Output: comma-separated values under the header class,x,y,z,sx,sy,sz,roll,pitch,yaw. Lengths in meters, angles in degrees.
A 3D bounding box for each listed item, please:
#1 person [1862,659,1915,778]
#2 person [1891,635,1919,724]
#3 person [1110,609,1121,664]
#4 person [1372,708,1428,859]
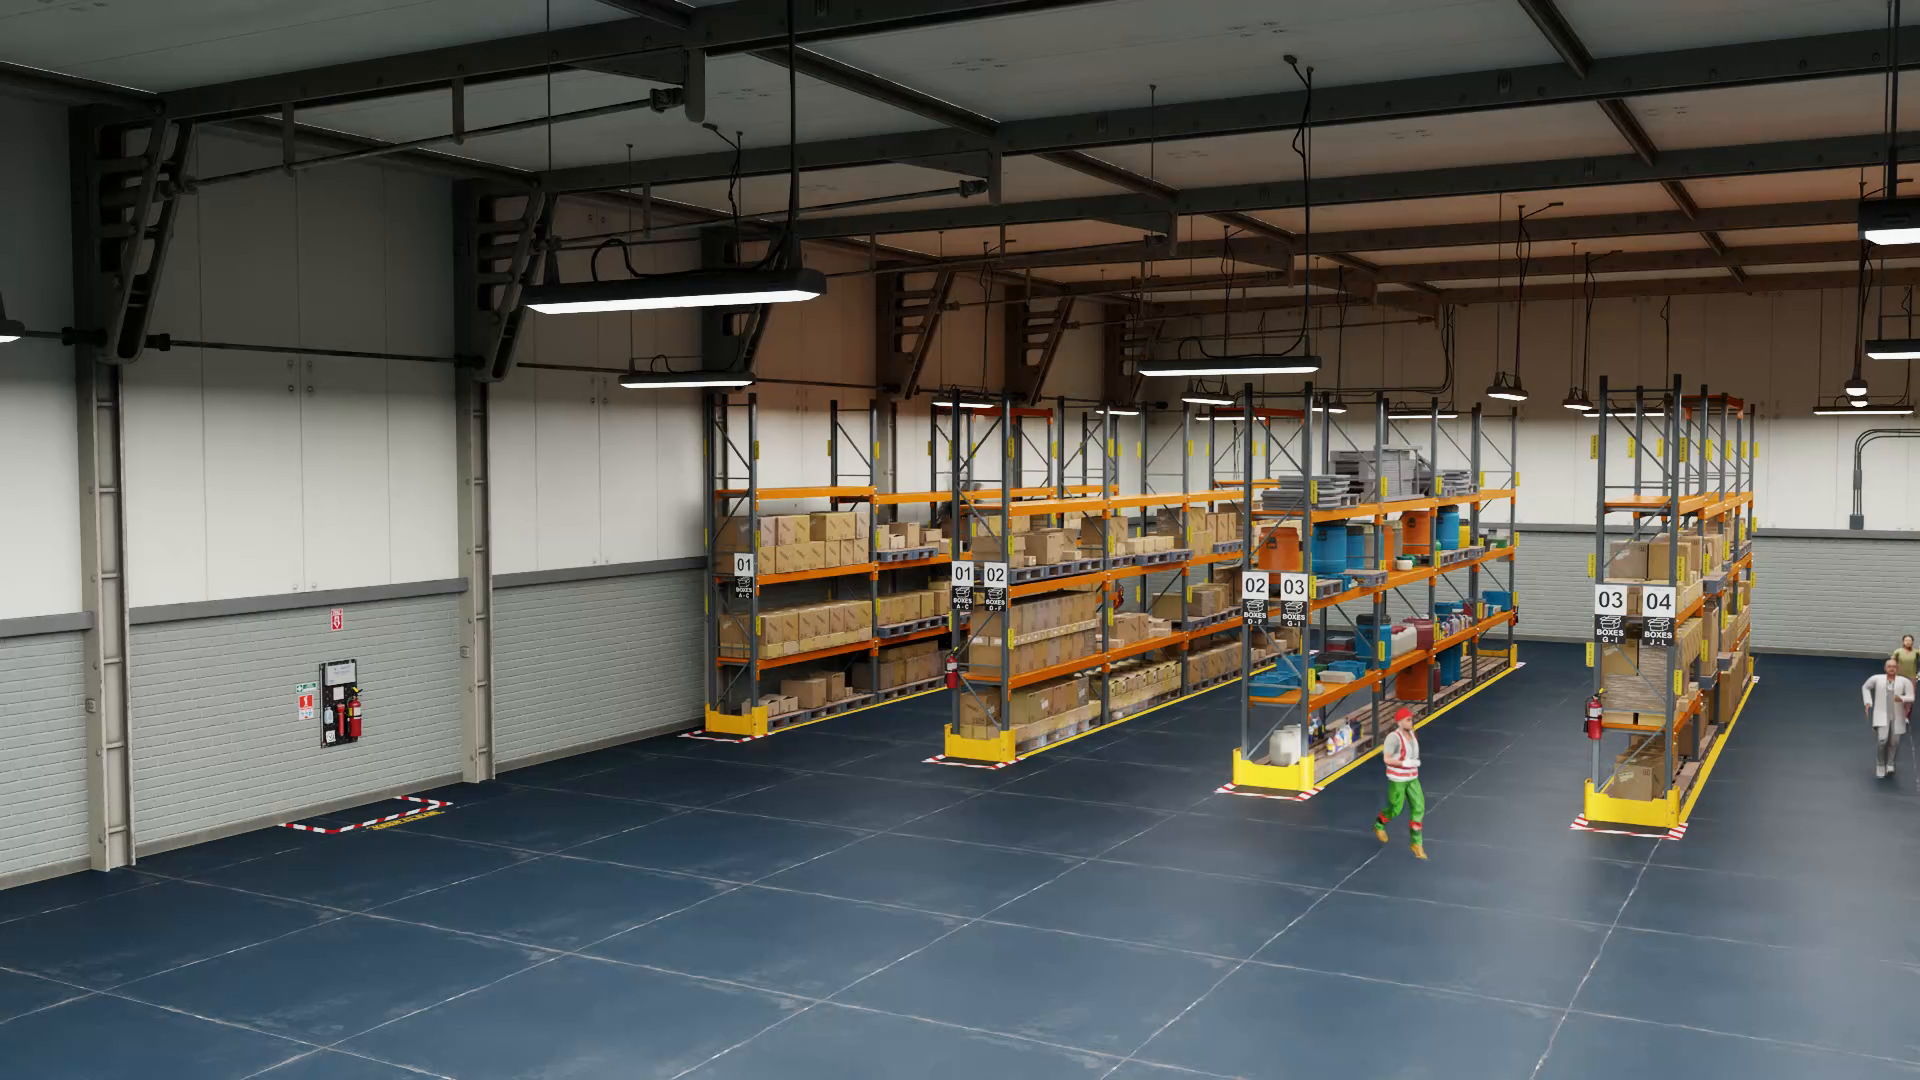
class,x,y,z,sx,sy,sz,roll,pitch,yaw
person,14.243,2.743,25.500,0.674,1.829,0.811,1,3,21
person,17.454,2.542,30.643,0.572,1.629,0.713,2,3,27
person,3.368,2.286,35.636,0.582,1.618,0.578,1,3,24
person,5.476,3.005,20.679,0.690,1.849,0.894,-2,4,-32
